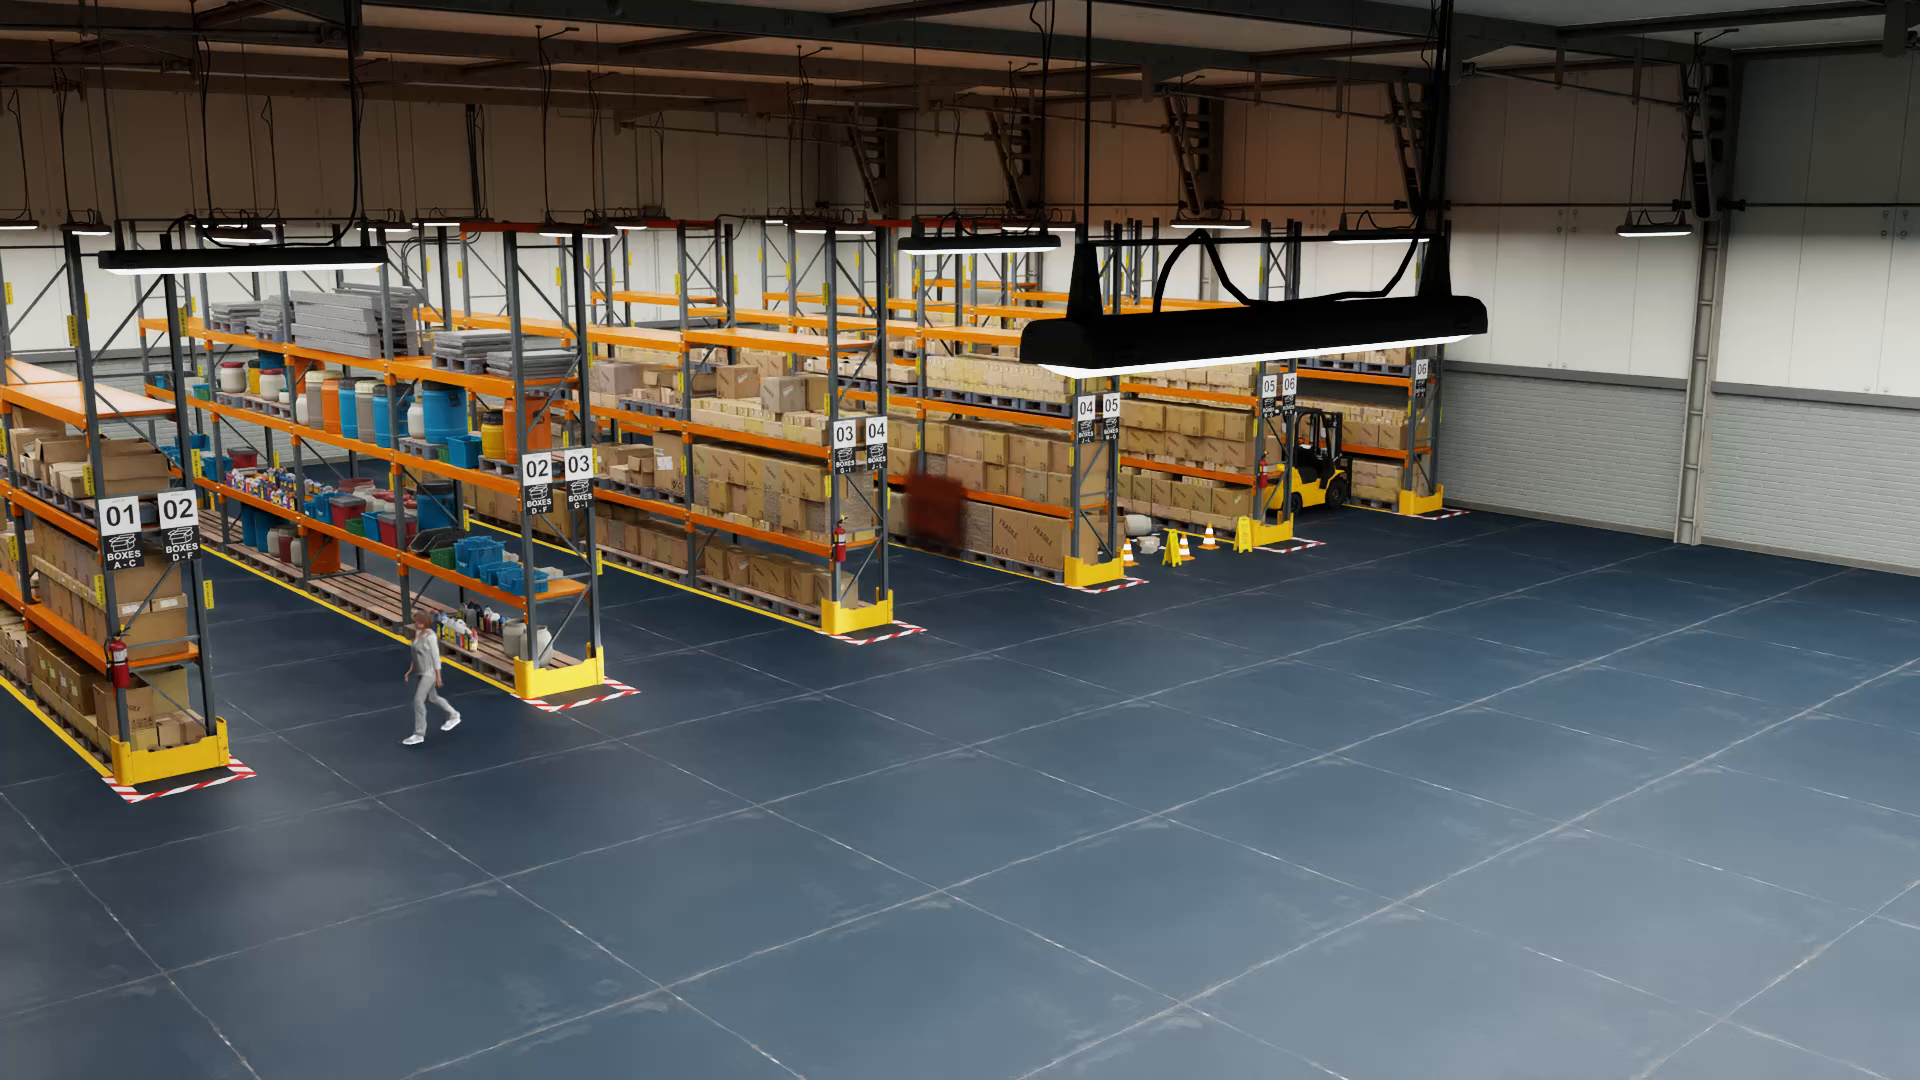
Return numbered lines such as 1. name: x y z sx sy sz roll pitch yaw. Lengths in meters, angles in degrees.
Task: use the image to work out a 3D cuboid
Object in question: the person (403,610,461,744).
1. person: -6.387 1.603 19.953 0.793 1.559 0.412 -8 14 -35
